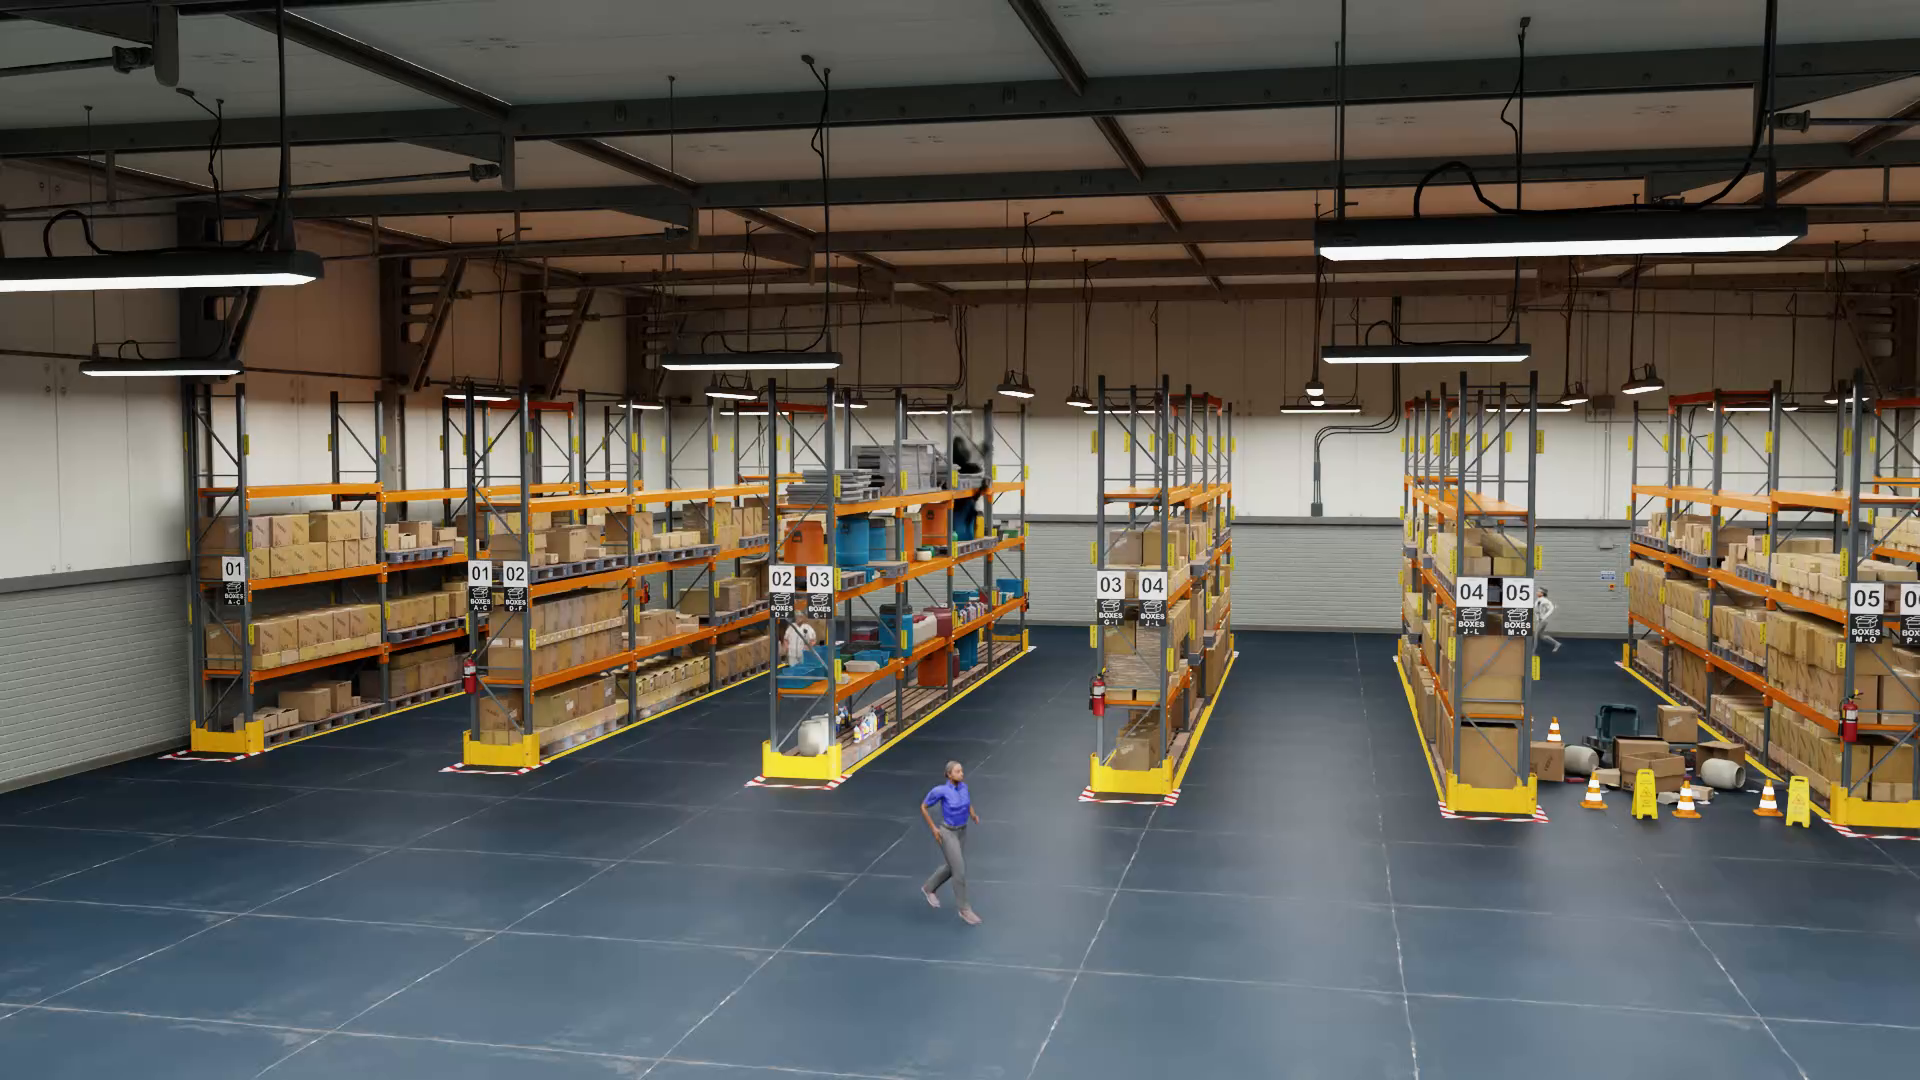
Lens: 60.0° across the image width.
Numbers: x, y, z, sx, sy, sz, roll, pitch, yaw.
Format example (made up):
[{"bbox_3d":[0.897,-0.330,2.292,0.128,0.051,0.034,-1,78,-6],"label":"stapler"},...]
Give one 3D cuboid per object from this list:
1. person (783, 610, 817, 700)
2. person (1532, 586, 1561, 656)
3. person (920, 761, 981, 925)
[{"bbox_3d":[-3.120,2.218,32.265,0.664,1.725,0.624,0,3,6],"label":"person"},{"bbox_3d":[13.687,1.922,39.088,0.915,1.692,0.621,0,3,6],"label":"person"},{"bbox_3d":[-0.091,3.164,17.647,0.882,1.672,0.579,3,4,38],"label":"person"}]
